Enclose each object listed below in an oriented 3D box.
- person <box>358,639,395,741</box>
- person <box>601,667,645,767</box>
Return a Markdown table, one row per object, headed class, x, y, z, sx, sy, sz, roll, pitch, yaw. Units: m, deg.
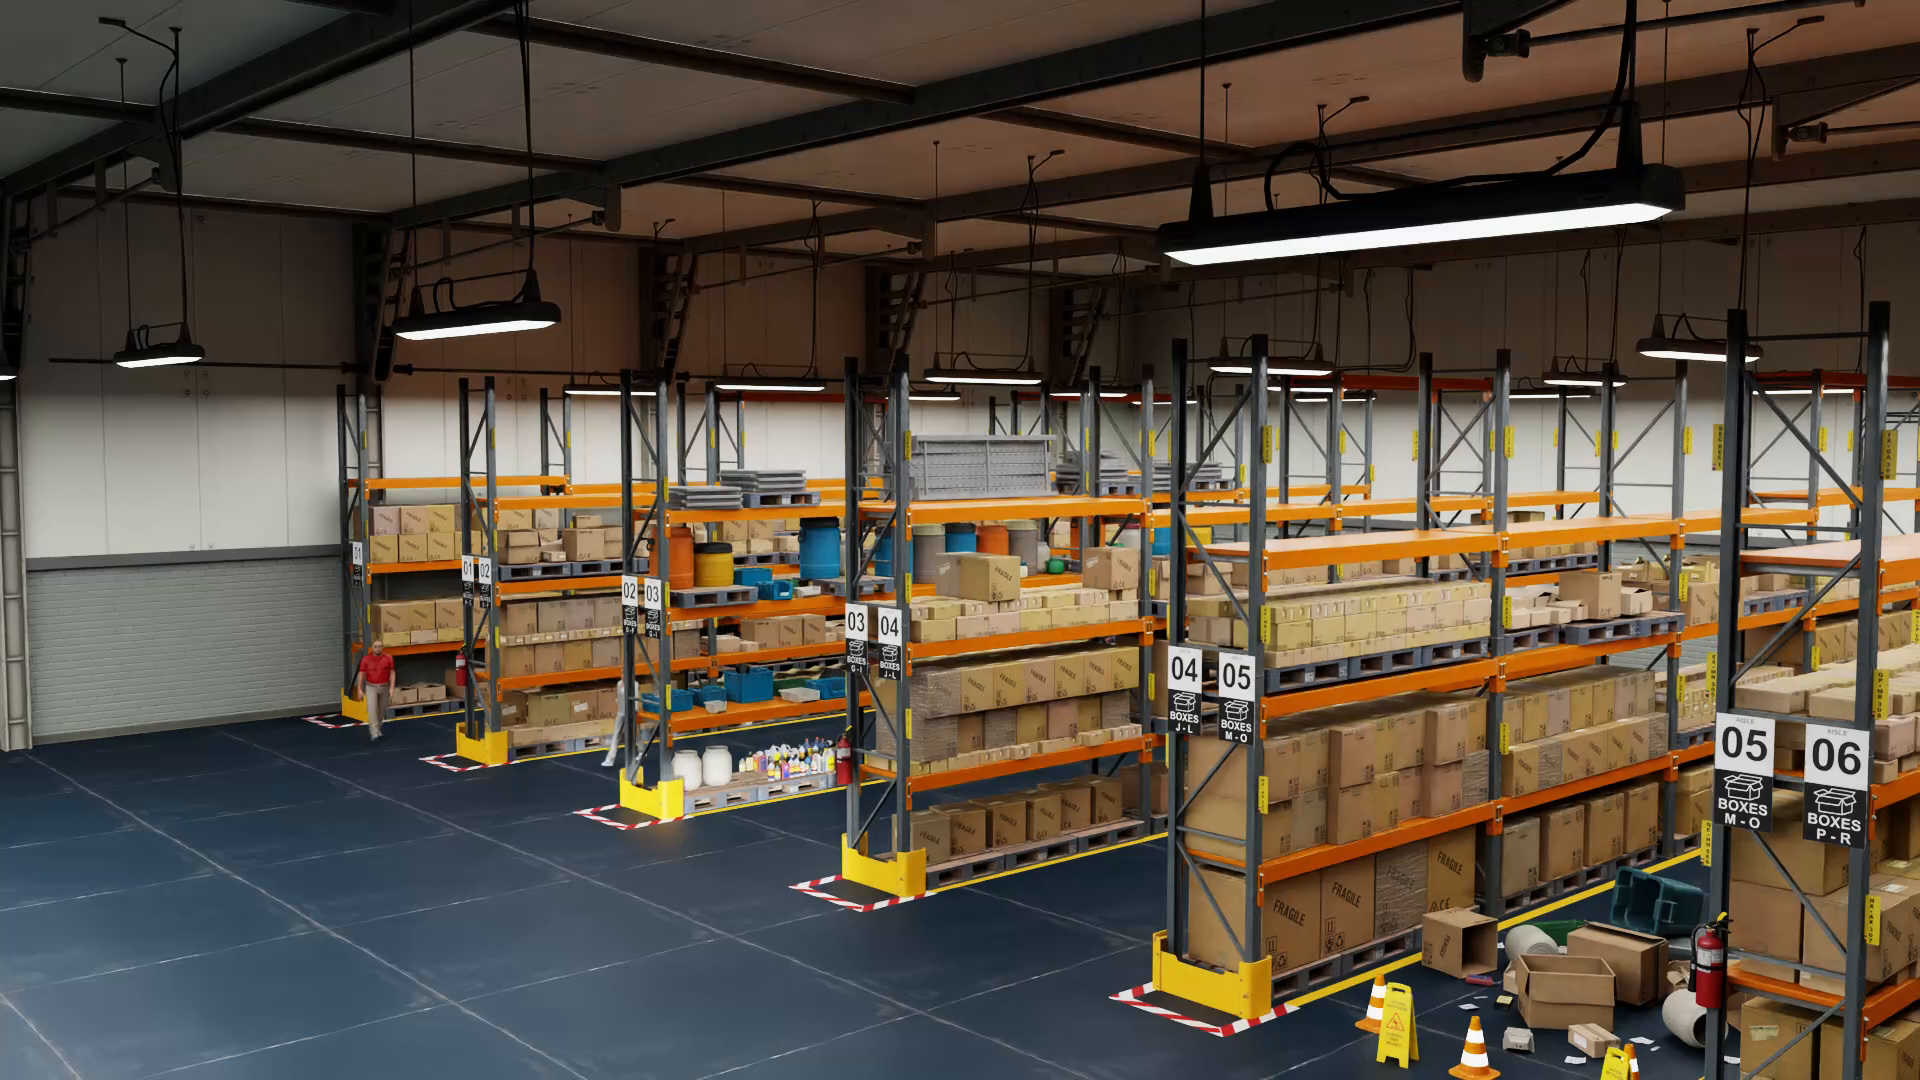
| class | x | y | z | sx | sy | sz | roll | pitch | yaw |
| --- | --- | --- | --- | --- | --- | --- | --- | --- | --- |
| person | -9.674 | 2.487 | 27.657 | 0.578 | 1.669 | 1.030 | -3 | 5 | -38 |
| person | -5.155 | 2.695 | 25.618 | 0.464 | 1.530 | 0.999 | 1 | 4 | 9 |
